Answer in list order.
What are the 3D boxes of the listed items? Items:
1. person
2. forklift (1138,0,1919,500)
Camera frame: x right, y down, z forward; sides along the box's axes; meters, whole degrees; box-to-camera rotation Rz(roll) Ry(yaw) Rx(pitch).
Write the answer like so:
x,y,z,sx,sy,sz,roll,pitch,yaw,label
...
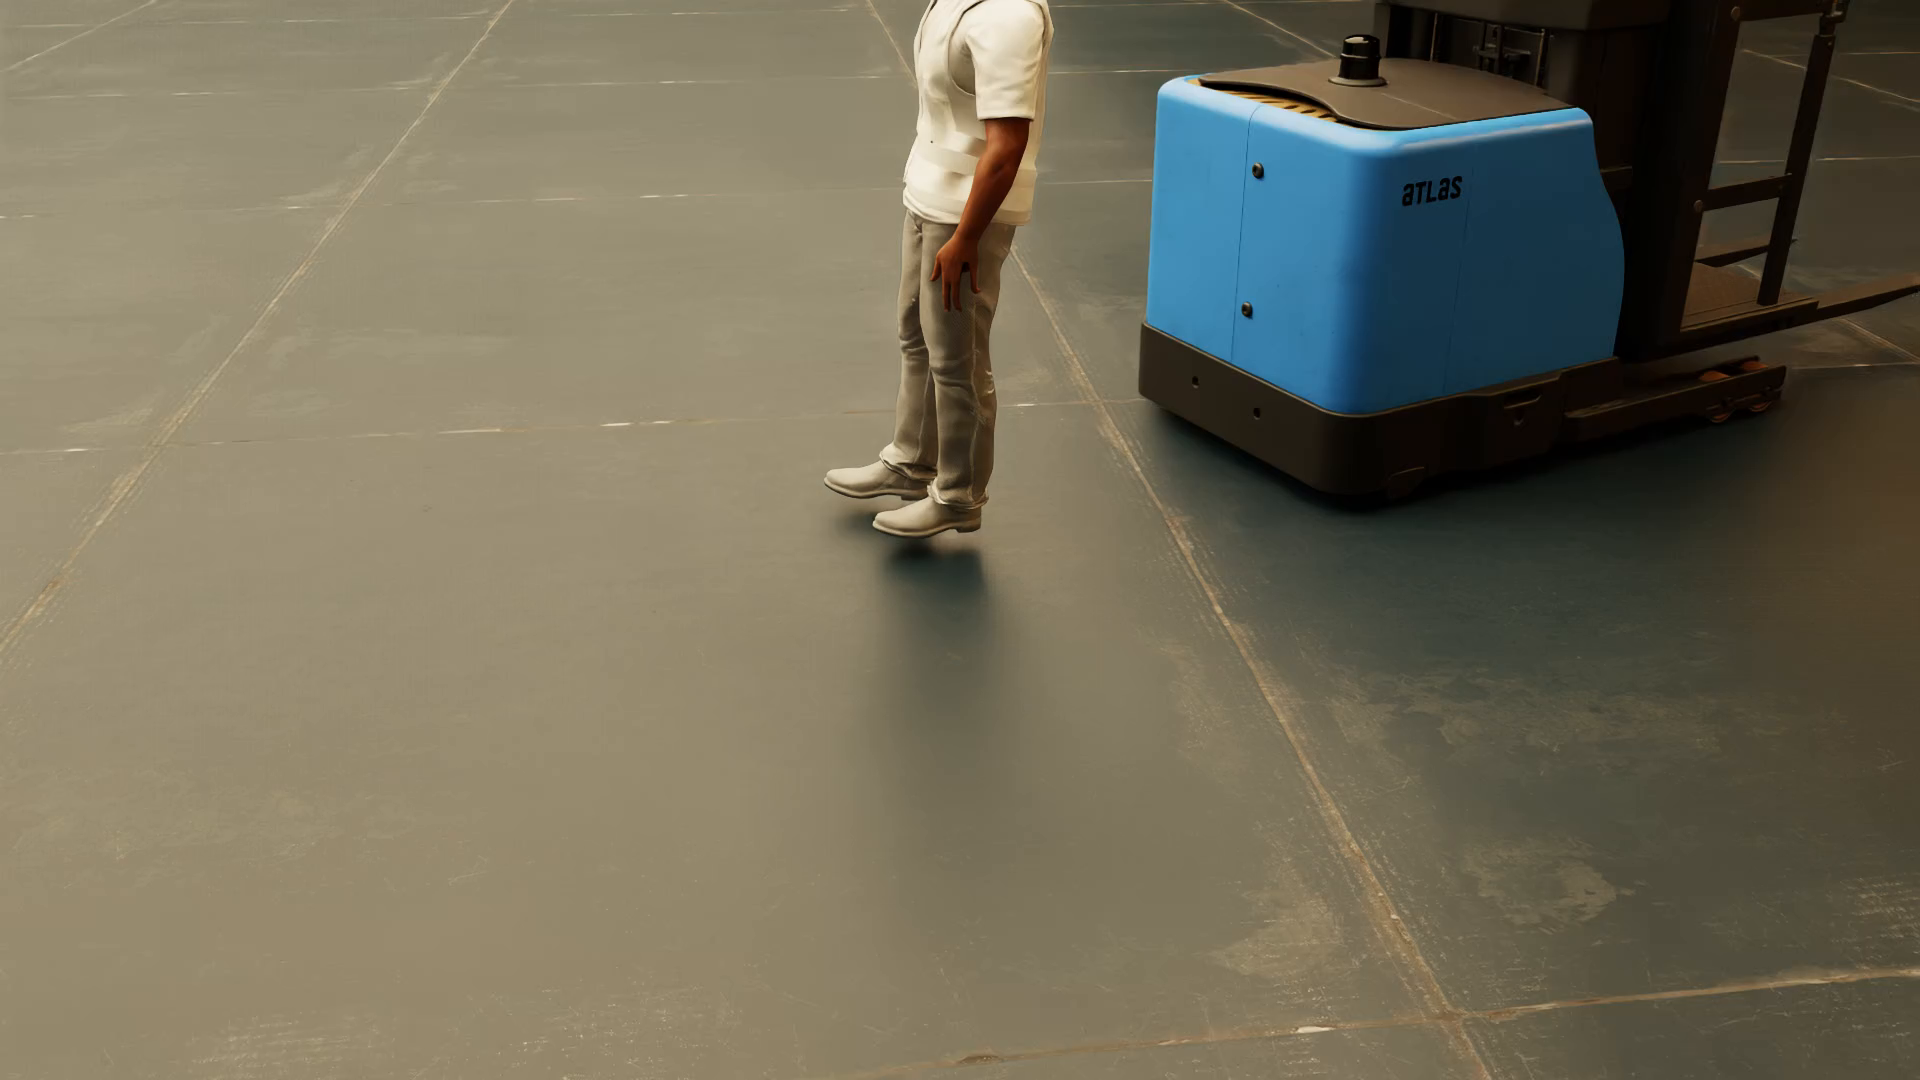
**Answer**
x,y,z,sx,sy,sz,roll,pitch,yaw,label
-0.069,-0.837,4.199,0.577,1.765,0.665,-3,26,-7,person
2.122,-1.884,5.140,3.031,2.935,1.130,-14,29,-26,forklift
